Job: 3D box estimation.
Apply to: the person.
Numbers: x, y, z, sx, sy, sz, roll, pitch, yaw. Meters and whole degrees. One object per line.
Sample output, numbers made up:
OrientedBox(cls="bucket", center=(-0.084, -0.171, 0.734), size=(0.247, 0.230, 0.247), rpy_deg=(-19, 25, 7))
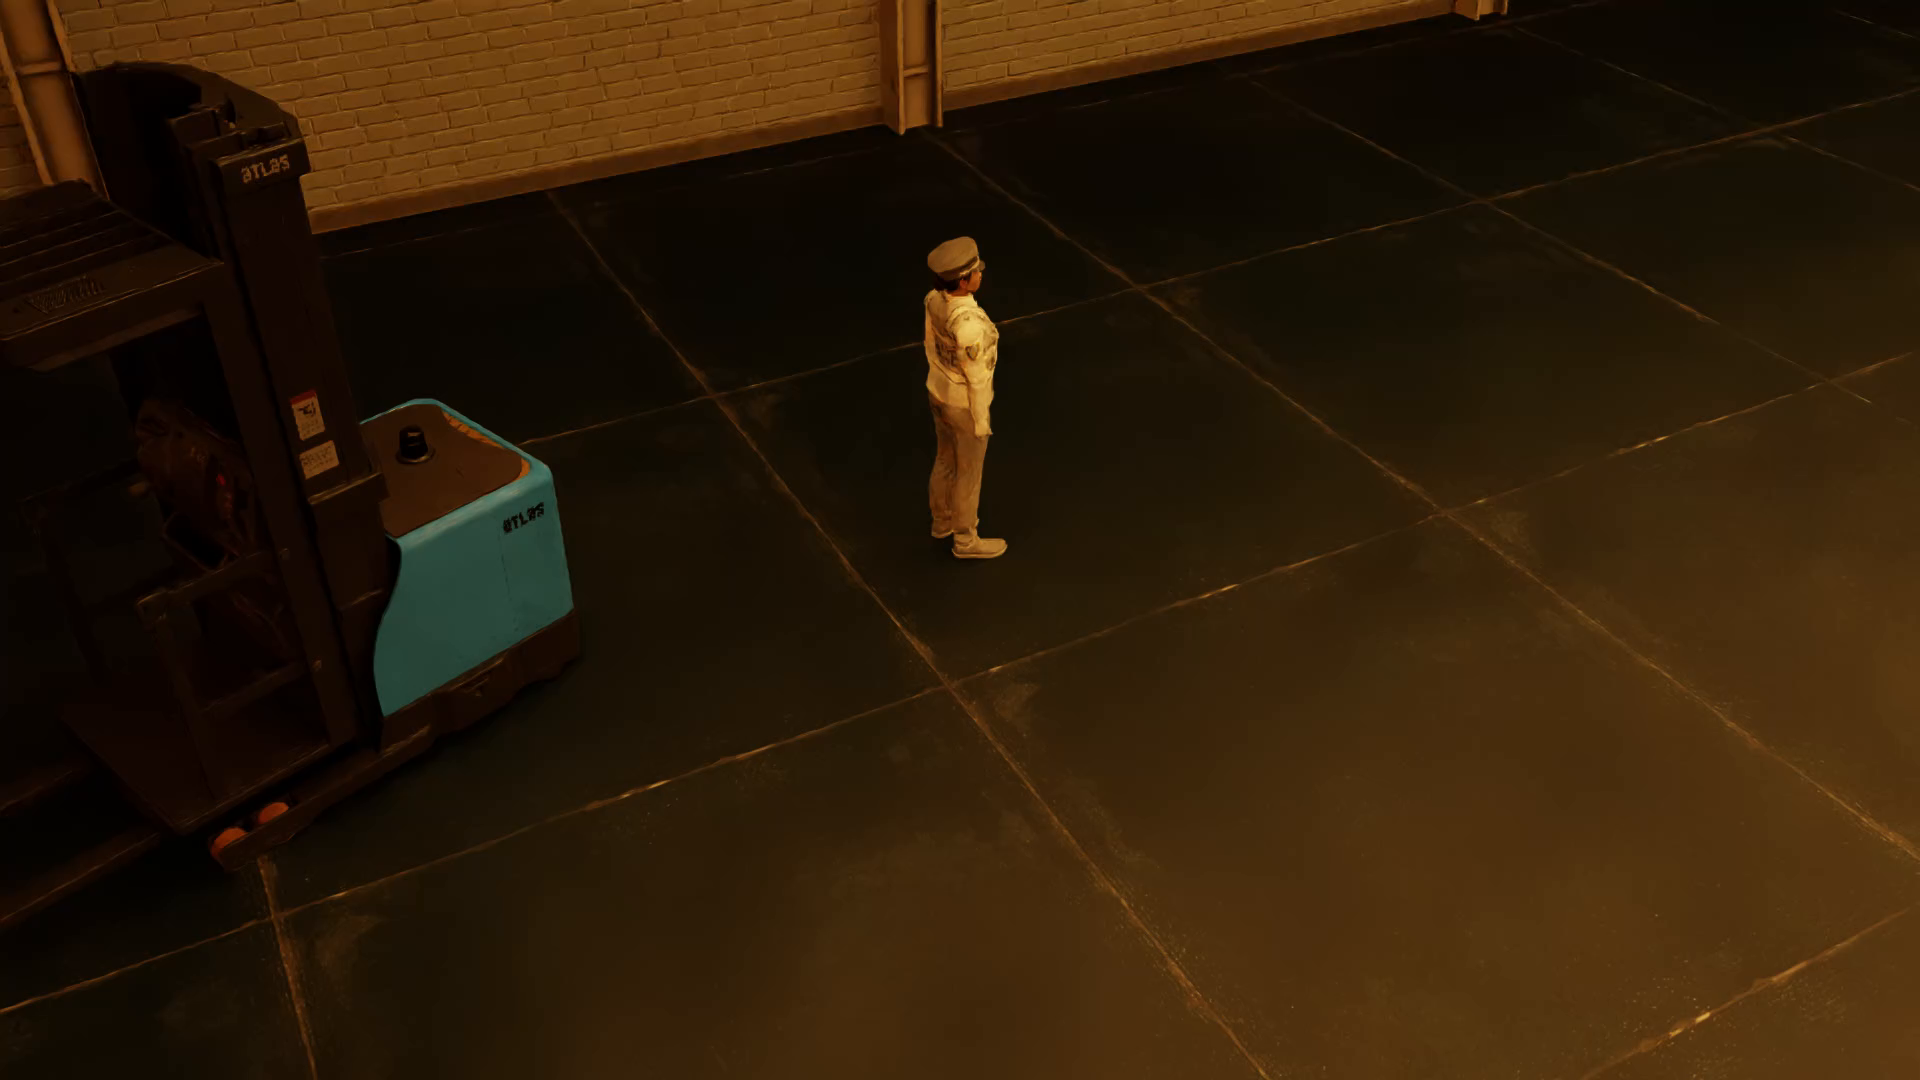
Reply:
OrientedBox(cls="person", center=(0.013, -0.693, 8.182), size=(0.337, 1.692, 0.463), rpy_deg=(-17, 39, -23))

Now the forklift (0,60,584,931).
OrientedBox(cls="forklift", center=(-3.129, -0.191, 6.393), size=(1.130, 2.935, 3.031), rpy_deg=(27, 44, 33))
